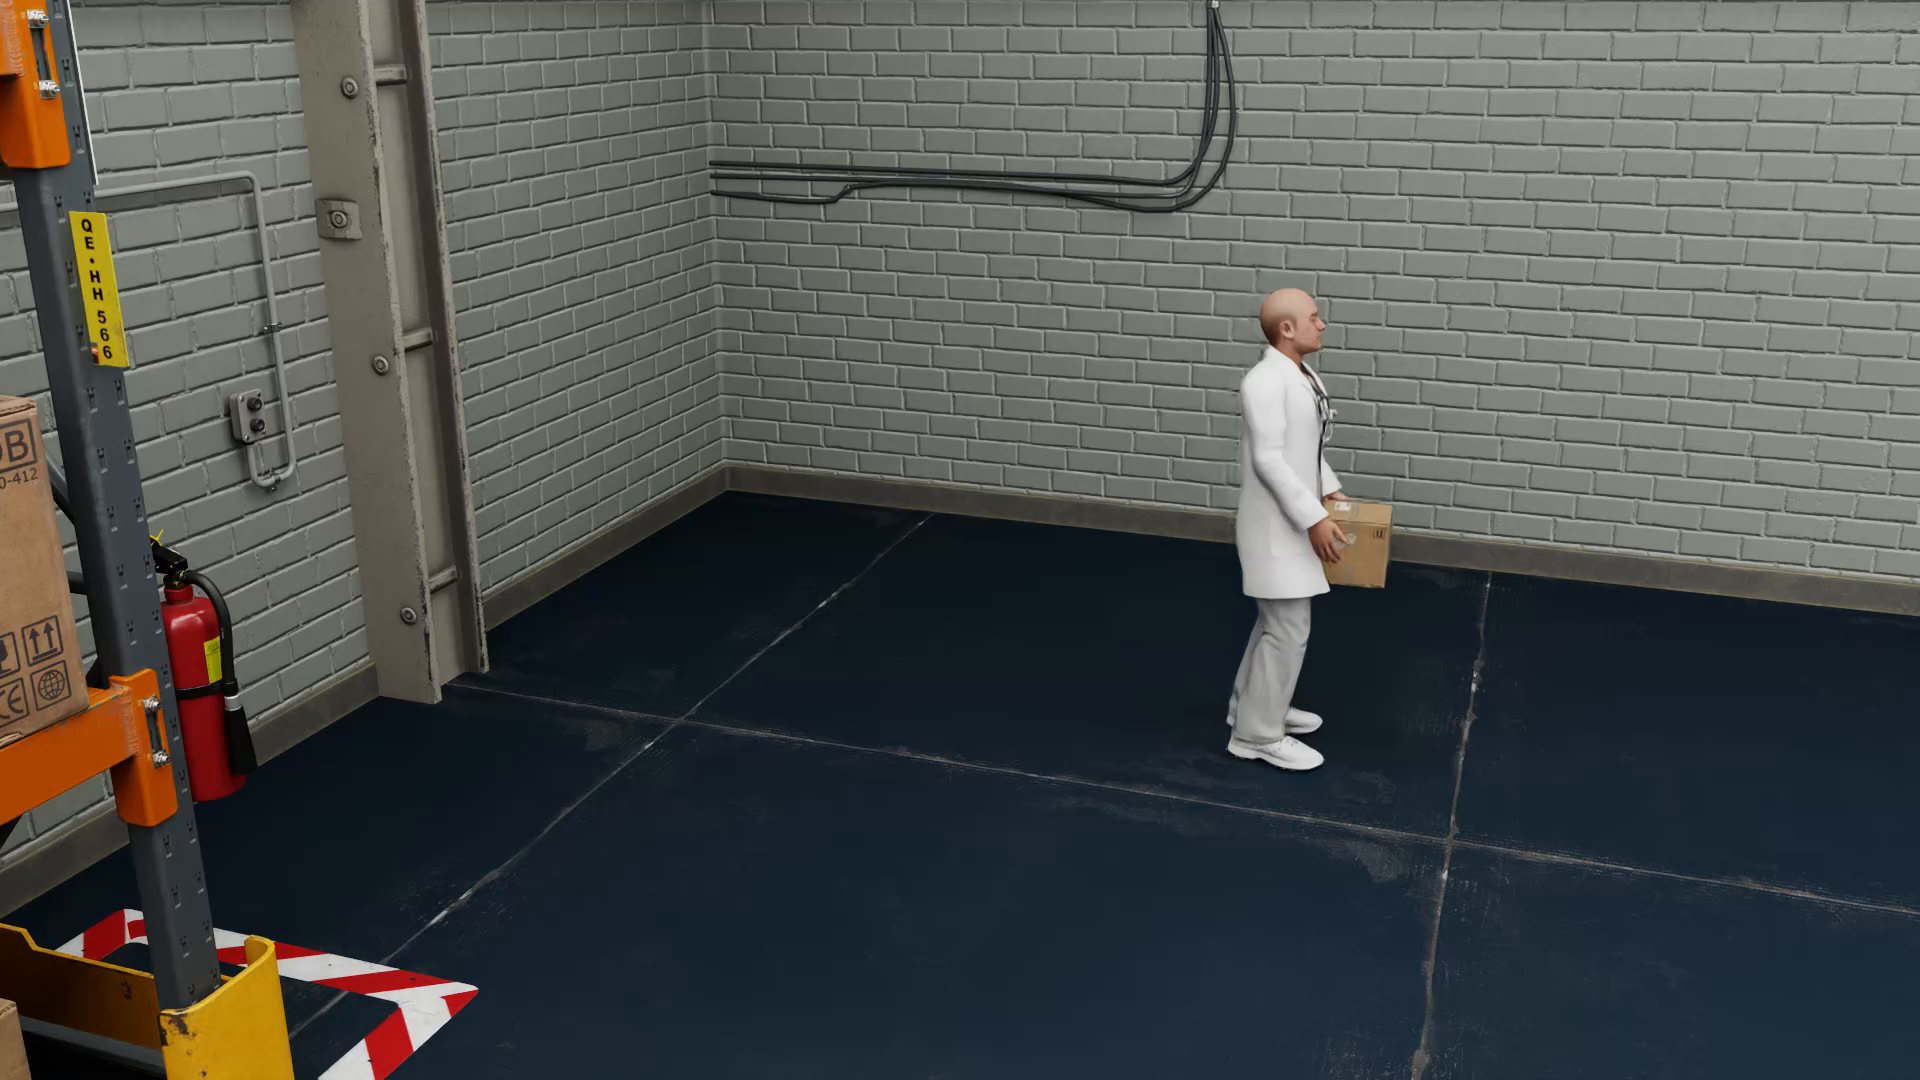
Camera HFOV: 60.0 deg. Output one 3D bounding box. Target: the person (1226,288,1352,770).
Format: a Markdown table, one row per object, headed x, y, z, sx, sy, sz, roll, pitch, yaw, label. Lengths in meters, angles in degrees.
| x | y | z | sx | sy | sz | roll | pitch | yaw | label |
| --- | --- | --- | --- | --- | --- | --- | --- | --- | --- |
| 1.252 | -0.054 | 6.249 | 0.452 | 1.775 | 0.620 | 6 | 19 | 19 | person |
